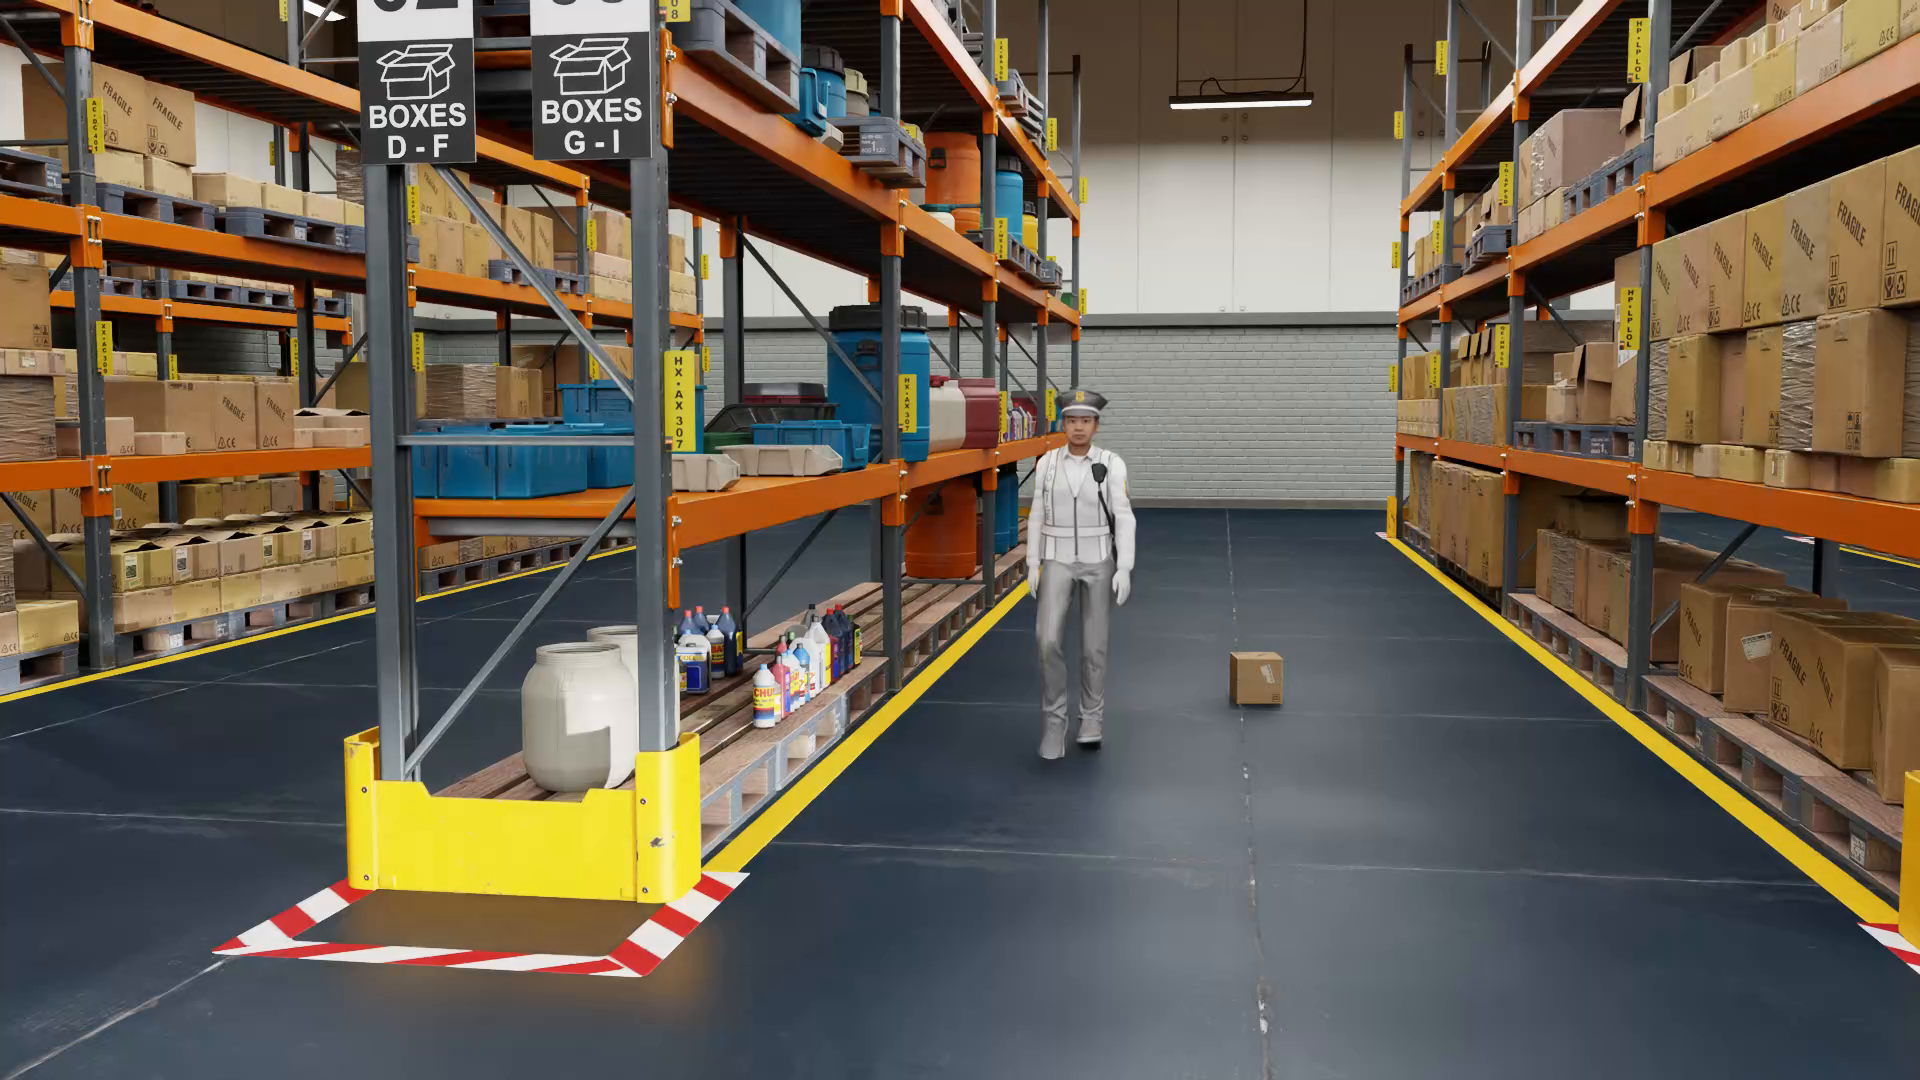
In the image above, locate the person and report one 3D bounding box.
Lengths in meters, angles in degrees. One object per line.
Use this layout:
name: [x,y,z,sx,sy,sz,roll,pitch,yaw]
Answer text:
person: [0.563,0.166,7.810,0.527,1.747,0.516,1,5,8]
